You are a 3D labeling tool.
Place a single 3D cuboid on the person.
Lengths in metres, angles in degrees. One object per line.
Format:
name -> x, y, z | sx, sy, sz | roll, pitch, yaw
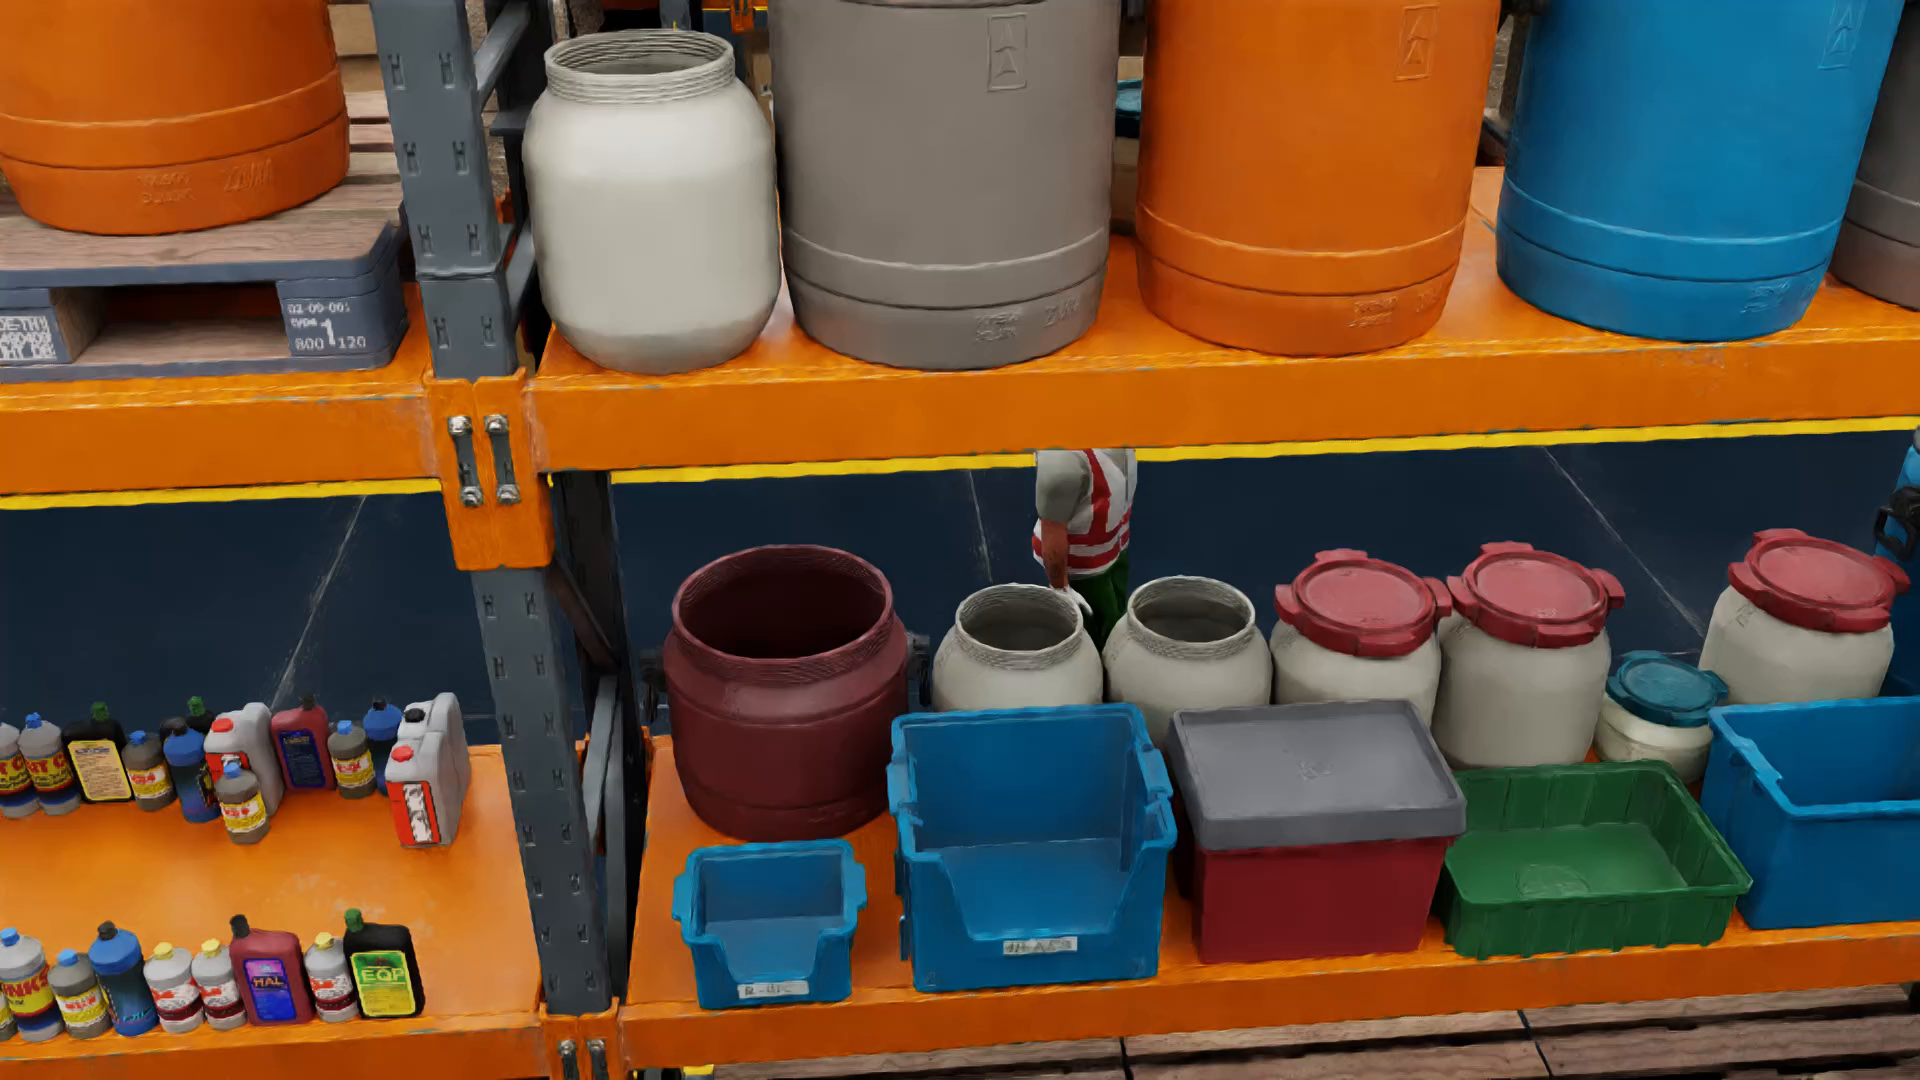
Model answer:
person -> 0.391, 0.040, 6.051 | 0.793, 1.764, 0.602 | 15, 34, 24
